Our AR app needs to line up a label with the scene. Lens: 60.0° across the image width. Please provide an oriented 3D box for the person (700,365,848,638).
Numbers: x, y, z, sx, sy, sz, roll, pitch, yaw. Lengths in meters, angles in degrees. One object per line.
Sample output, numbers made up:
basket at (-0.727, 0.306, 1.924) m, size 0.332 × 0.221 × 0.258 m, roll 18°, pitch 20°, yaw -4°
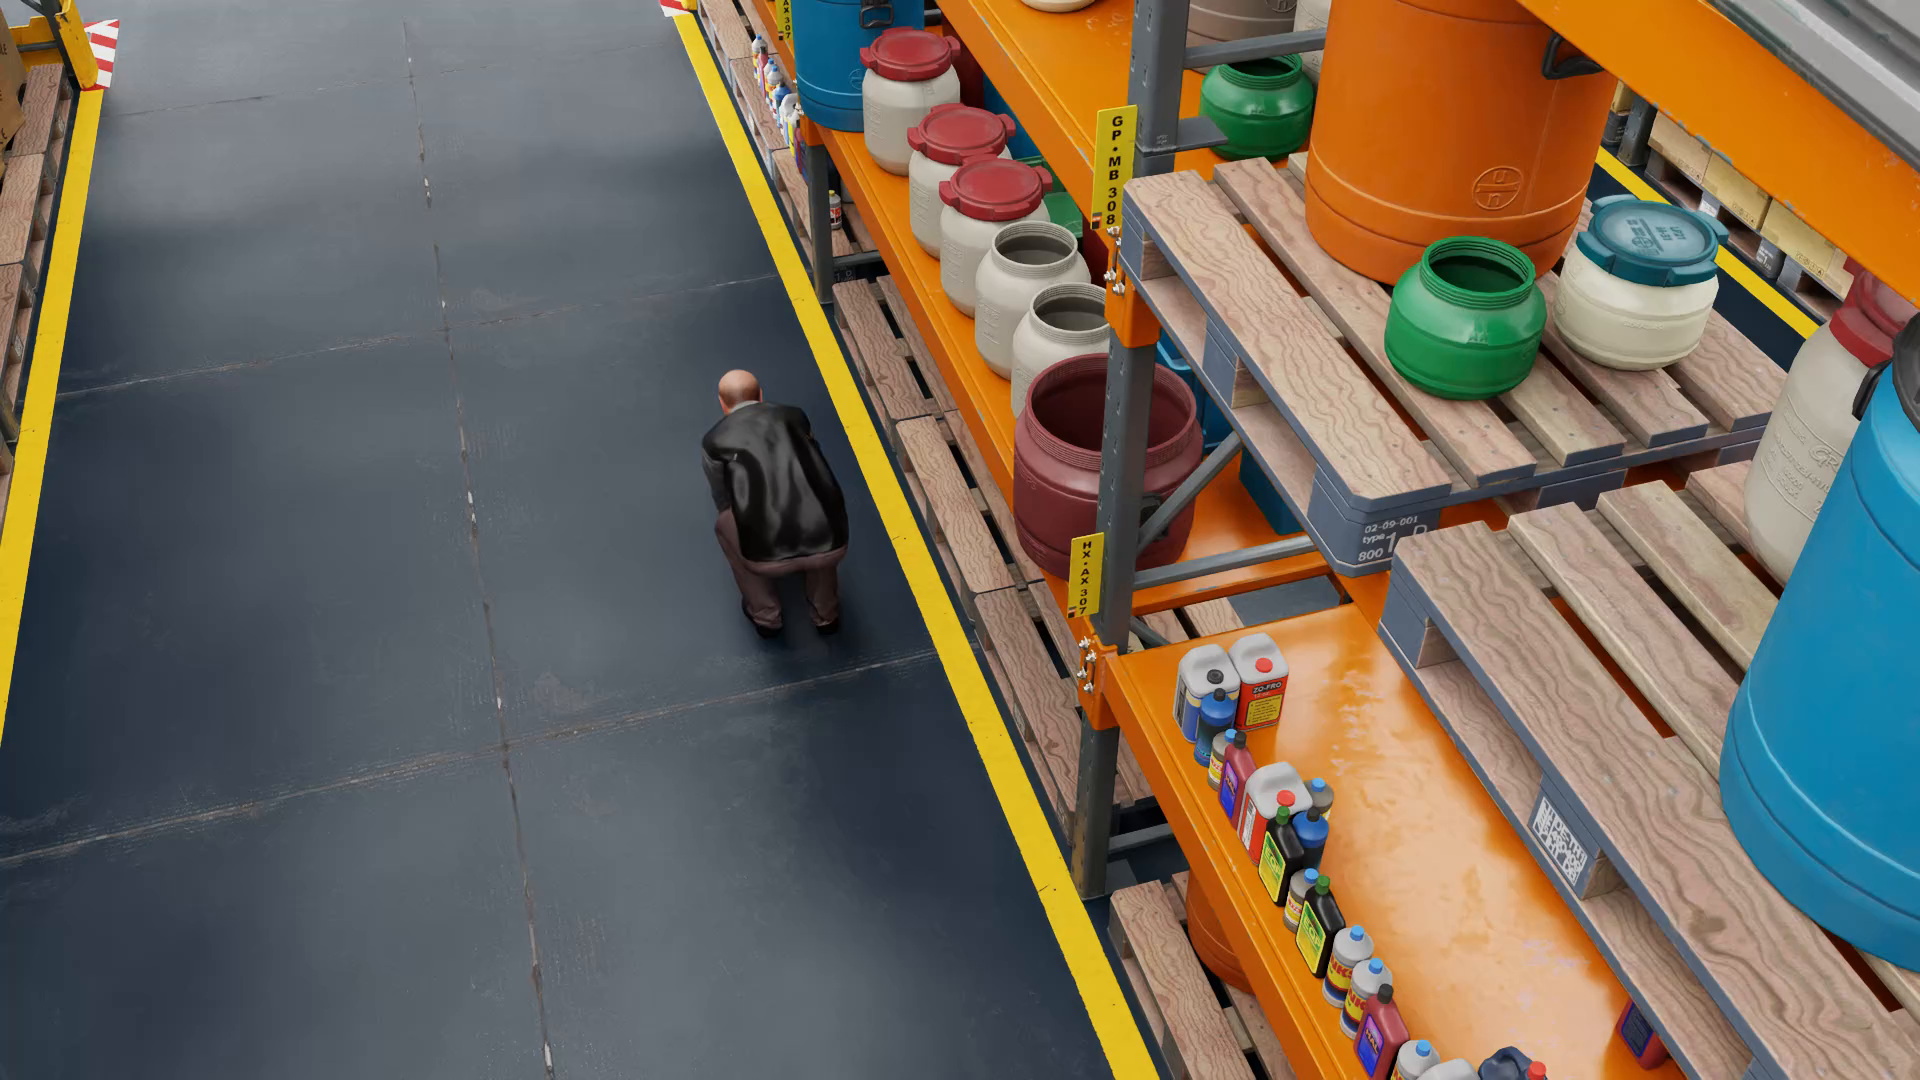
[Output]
person at (-0.769, -0.123, 6.883) m, size 0.507 × 0.965 × 0.923 m, roll -14°, pitch 44°, yaw -15°
